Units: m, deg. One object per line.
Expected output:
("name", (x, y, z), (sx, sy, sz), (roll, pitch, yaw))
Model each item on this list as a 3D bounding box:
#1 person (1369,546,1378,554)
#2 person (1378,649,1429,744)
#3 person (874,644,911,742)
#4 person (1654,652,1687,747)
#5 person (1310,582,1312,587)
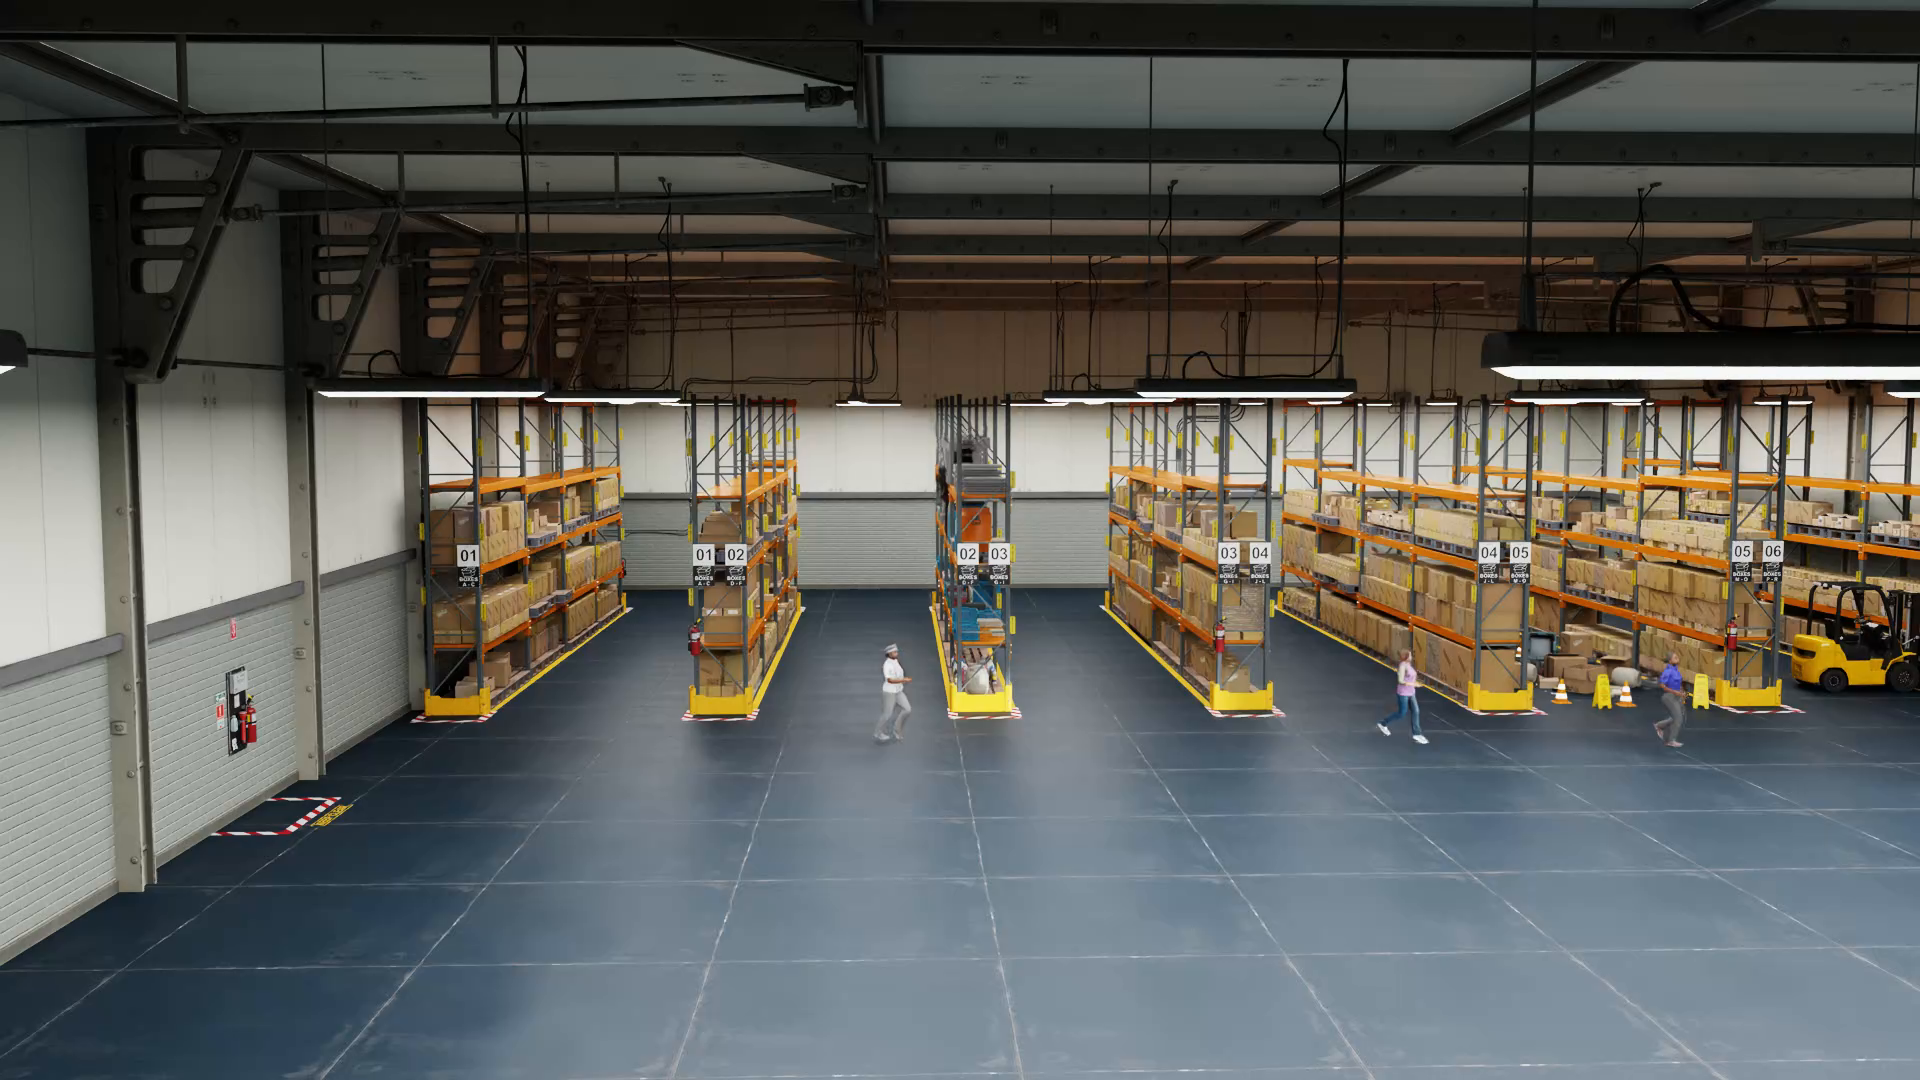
("person", (12.244, 1.018, 49.259), (0.746, 1.661, 0.529), (0, 4, 1))
("person", (7.638, 2.671, 28.611), (0.876, 1.605, 0.536), (3, 5, 33))
("person", (-1.130, 2.635, 28.579), (0.697, 1.726, 0.542), (2, 5, 25))
("person", (12.072, 2.697, 28.248), (0.584, 1.603, 0.573), (4, 6, 43))
("person", (10.476, 1.110, 49.044), (0.742, 1.561, 0.630), (4, 6, 40))
